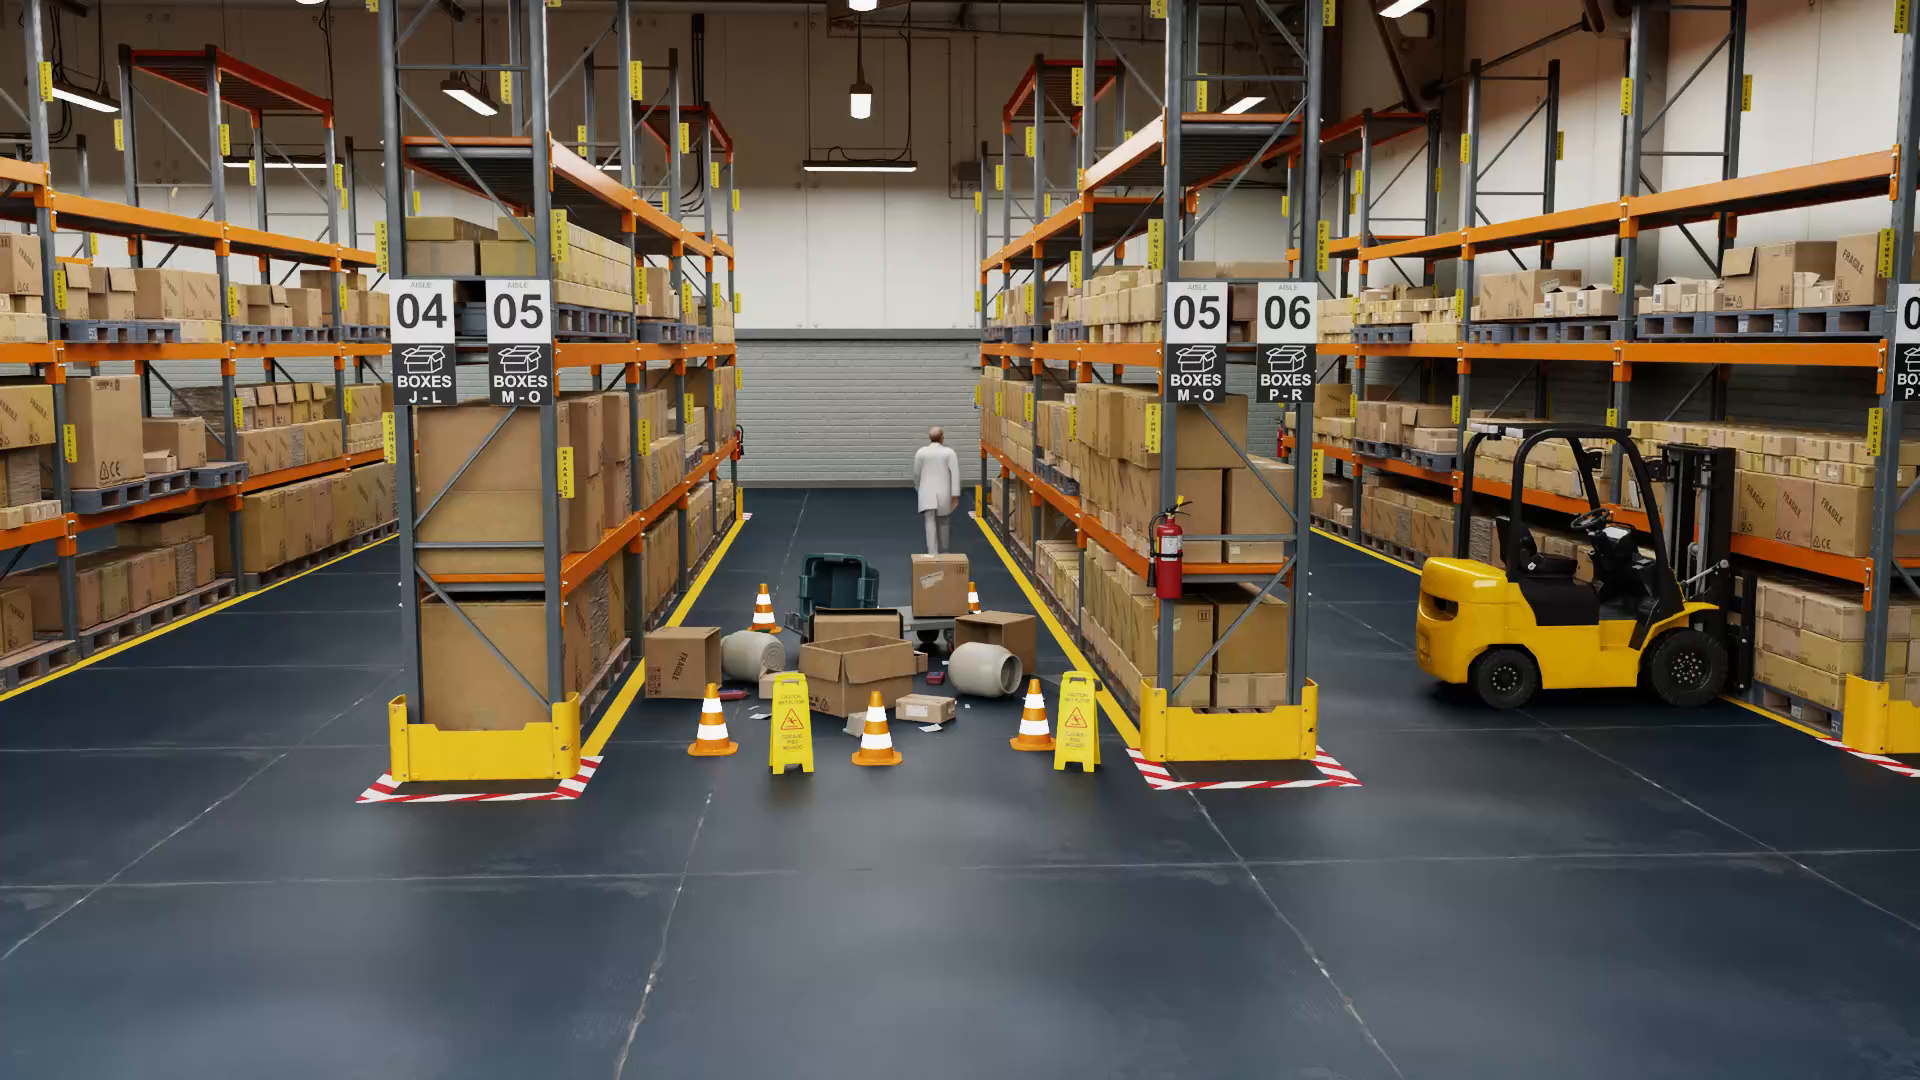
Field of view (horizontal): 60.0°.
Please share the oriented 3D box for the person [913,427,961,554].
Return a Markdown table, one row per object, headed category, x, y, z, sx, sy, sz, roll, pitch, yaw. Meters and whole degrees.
| category | x | y | z | sx | sy | sz | roll | pitch | yaw |
| --- | --- | --- | --- | --- | --- | --- | --- | --- | --- |
| person | -0.305 | -0.594 | 21.328 | 0.590 | 1.726 | 1.111 | -1 | 7 | -6 |
